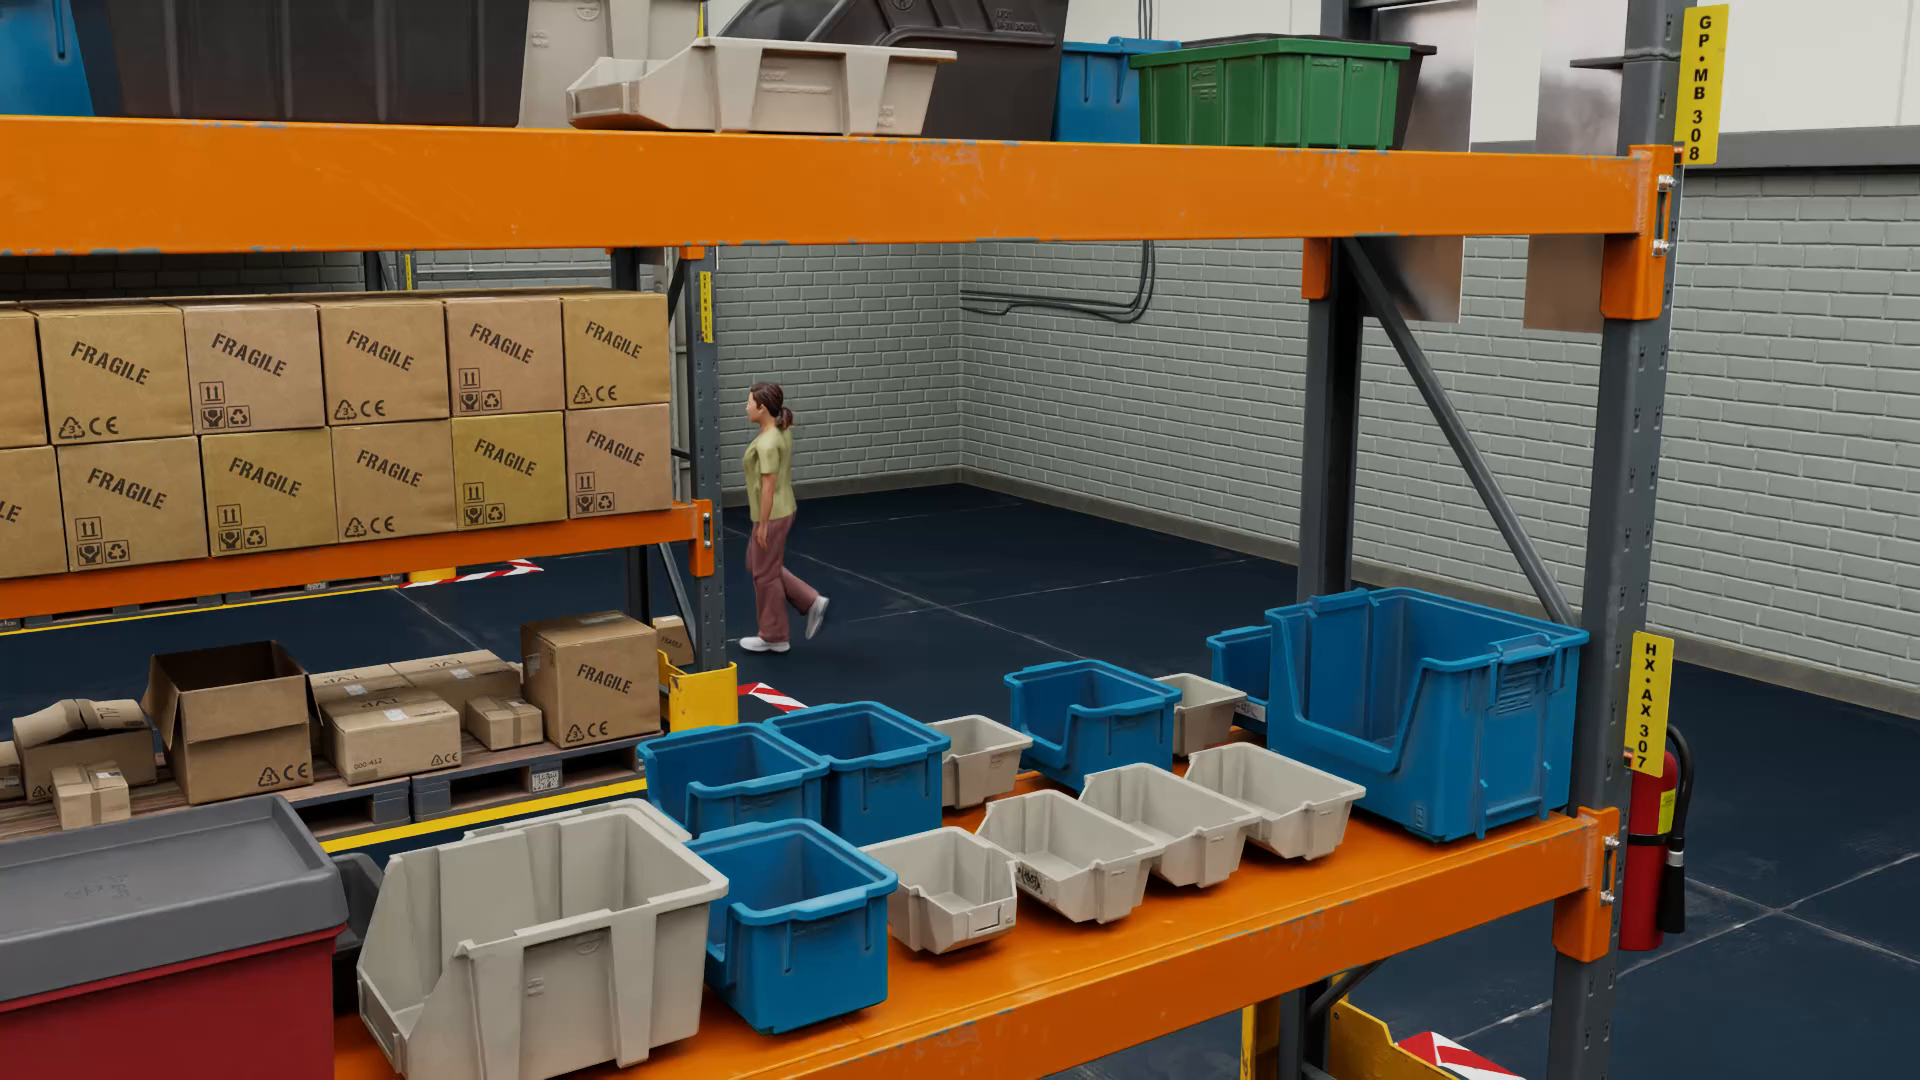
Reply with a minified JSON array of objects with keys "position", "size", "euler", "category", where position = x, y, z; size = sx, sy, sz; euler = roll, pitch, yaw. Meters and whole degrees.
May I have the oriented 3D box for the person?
[{"position":[-1.091,-0.122,9.975],"size":[0.544,1.662,0.507],"euler":[1,11,7],"category":"person"}]
